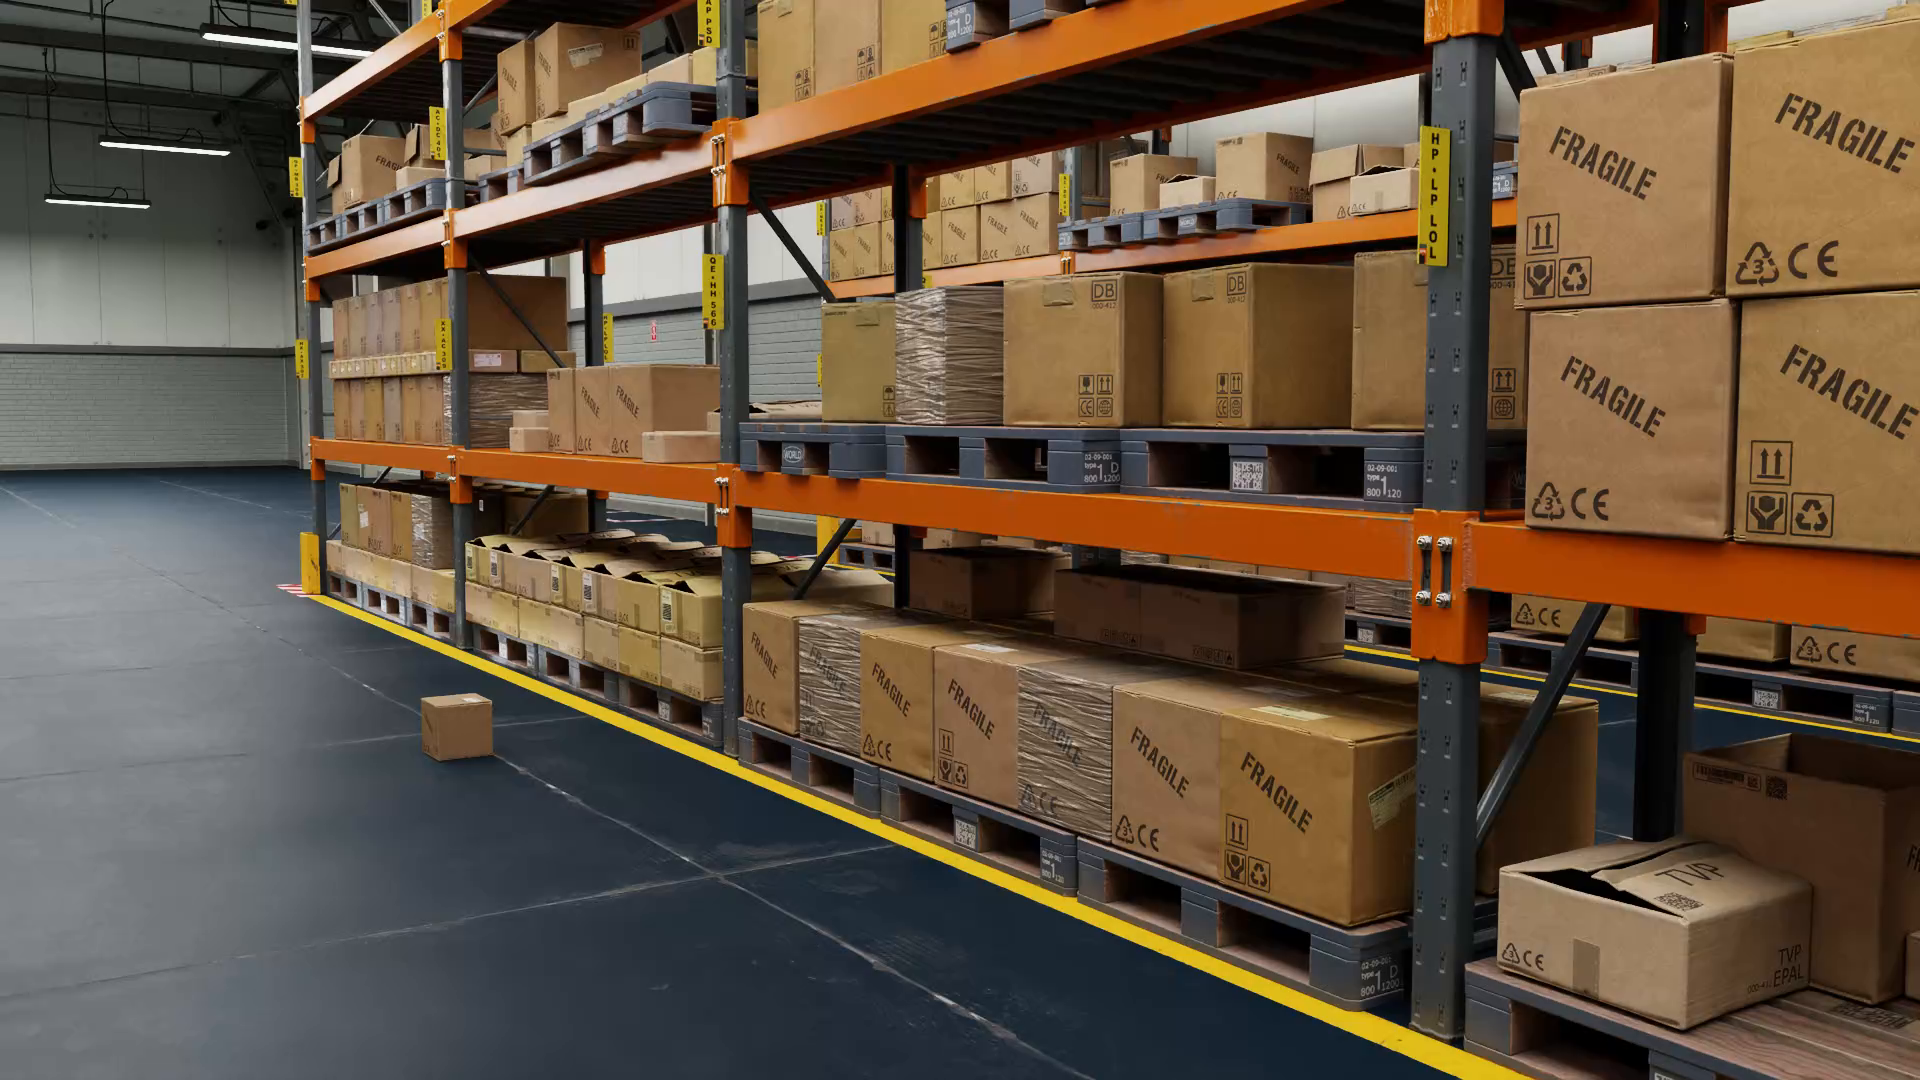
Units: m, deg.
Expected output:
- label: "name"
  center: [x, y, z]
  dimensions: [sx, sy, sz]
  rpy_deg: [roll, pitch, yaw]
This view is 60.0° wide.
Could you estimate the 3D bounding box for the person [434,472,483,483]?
- label: "person"
  center: [-4.820, -0.535, 15.757]
  dimensions: [0.952, 1.672, 0.550]
  rpy_deg: [0, 5, -1]
